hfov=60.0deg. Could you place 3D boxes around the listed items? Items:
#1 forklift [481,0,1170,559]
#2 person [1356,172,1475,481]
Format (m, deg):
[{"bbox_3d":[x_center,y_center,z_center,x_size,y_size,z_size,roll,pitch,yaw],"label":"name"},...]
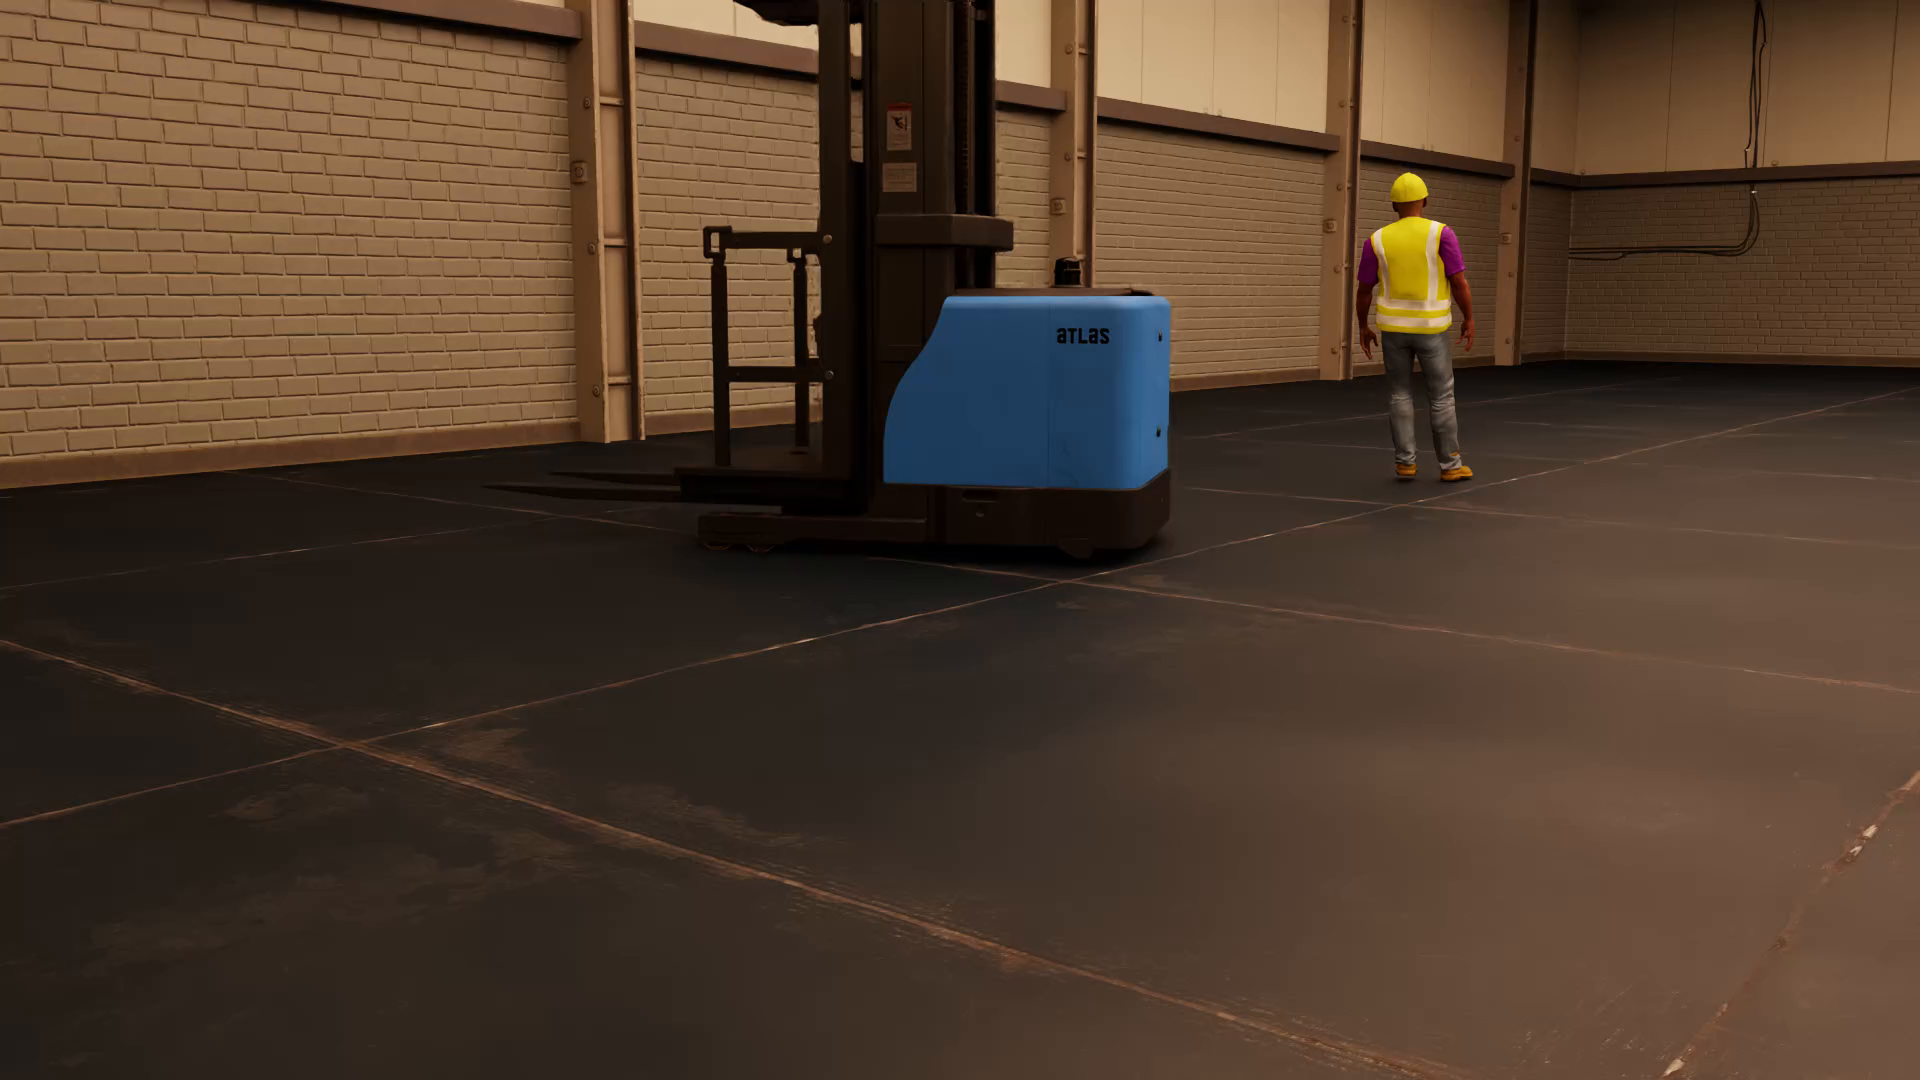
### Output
[{"bbox_3d":[-0.625,-1.466,7.300,3.031,2.935,1.130,2,9,14],"label":"forklift"},{"bbox_3d":[2.658,-1.232,9.680,0.665,1.762,0.590,4,9,26],"label":"person"}]
